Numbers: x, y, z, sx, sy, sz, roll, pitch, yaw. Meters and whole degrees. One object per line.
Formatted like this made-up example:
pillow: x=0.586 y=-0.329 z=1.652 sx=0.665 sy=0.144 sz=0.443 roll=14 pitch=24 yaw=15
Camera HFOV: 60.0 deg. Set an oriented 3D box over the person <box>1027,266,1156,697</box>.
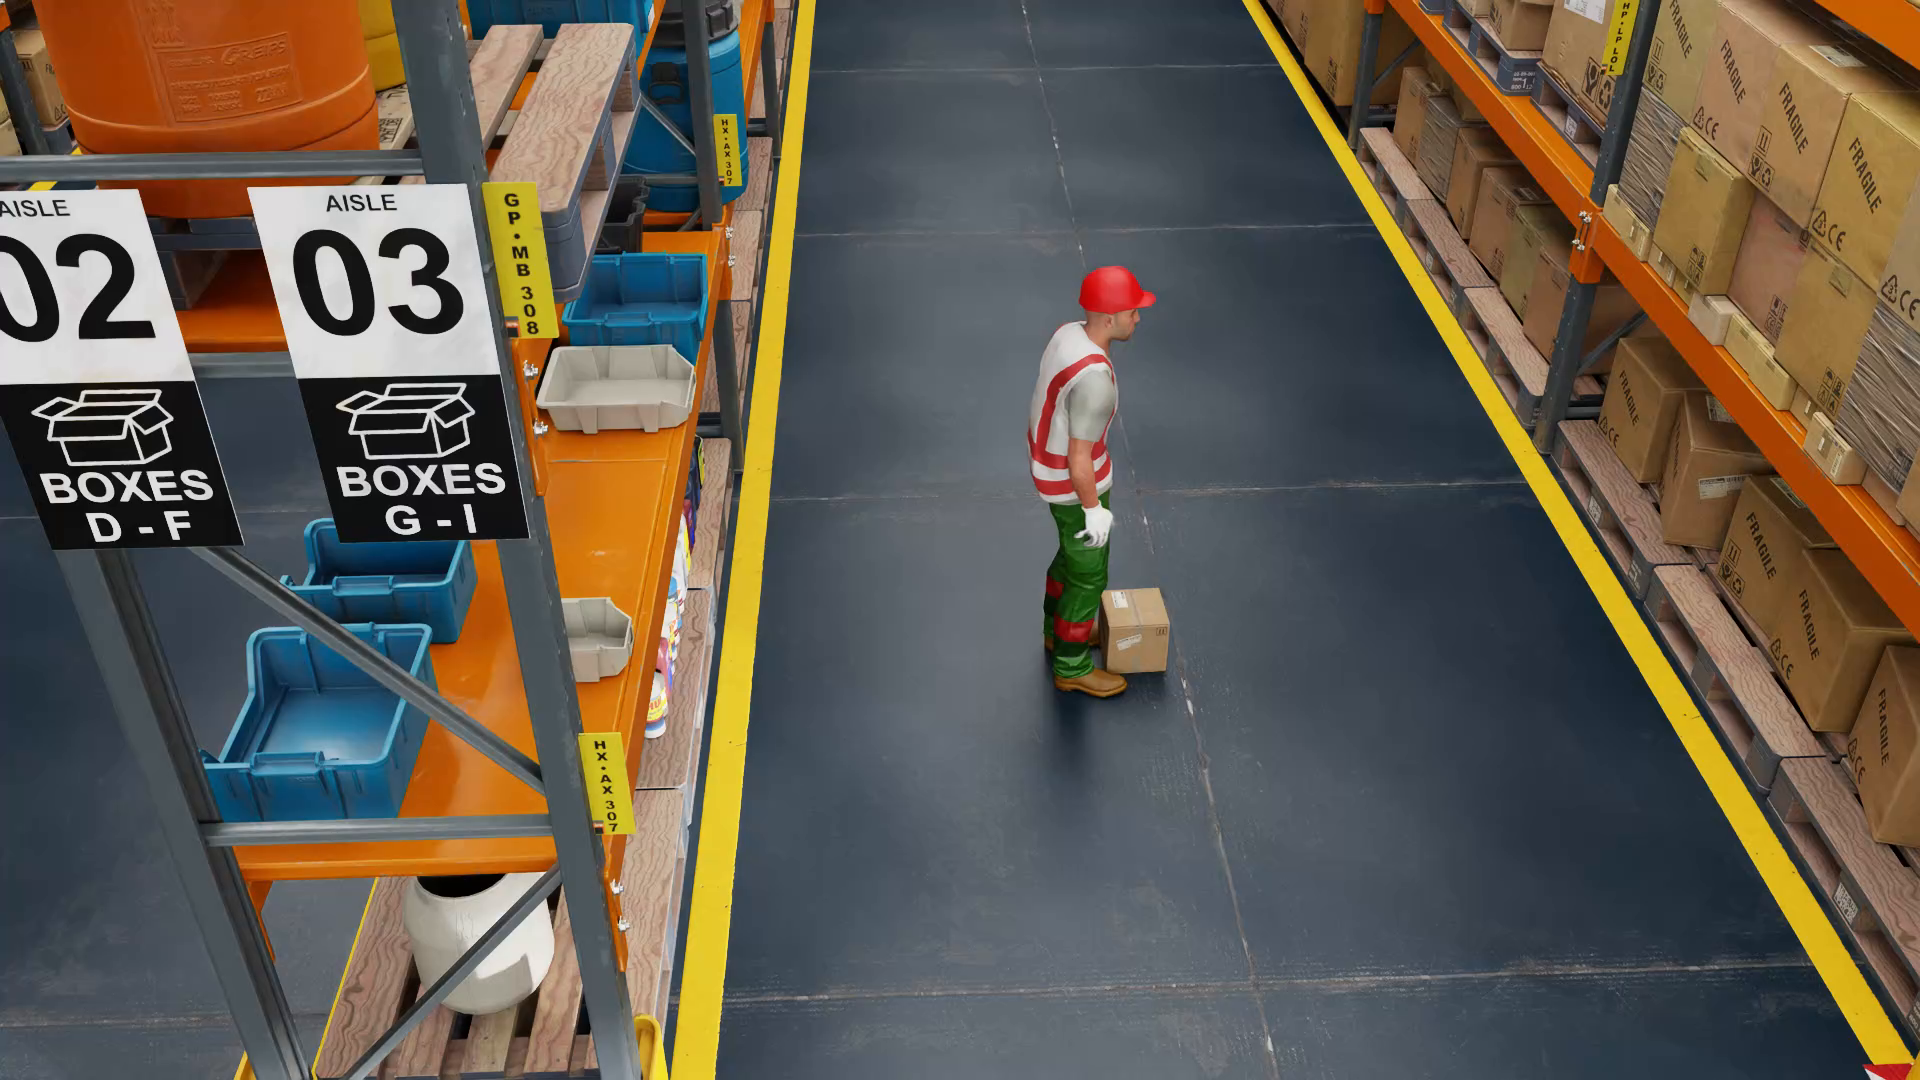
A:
person: x=0.490 y=-0.231 z=6.463 sx=0.452 sy=1.778 sz=0.603 roll=-2 pitch=35 yaw=-3
